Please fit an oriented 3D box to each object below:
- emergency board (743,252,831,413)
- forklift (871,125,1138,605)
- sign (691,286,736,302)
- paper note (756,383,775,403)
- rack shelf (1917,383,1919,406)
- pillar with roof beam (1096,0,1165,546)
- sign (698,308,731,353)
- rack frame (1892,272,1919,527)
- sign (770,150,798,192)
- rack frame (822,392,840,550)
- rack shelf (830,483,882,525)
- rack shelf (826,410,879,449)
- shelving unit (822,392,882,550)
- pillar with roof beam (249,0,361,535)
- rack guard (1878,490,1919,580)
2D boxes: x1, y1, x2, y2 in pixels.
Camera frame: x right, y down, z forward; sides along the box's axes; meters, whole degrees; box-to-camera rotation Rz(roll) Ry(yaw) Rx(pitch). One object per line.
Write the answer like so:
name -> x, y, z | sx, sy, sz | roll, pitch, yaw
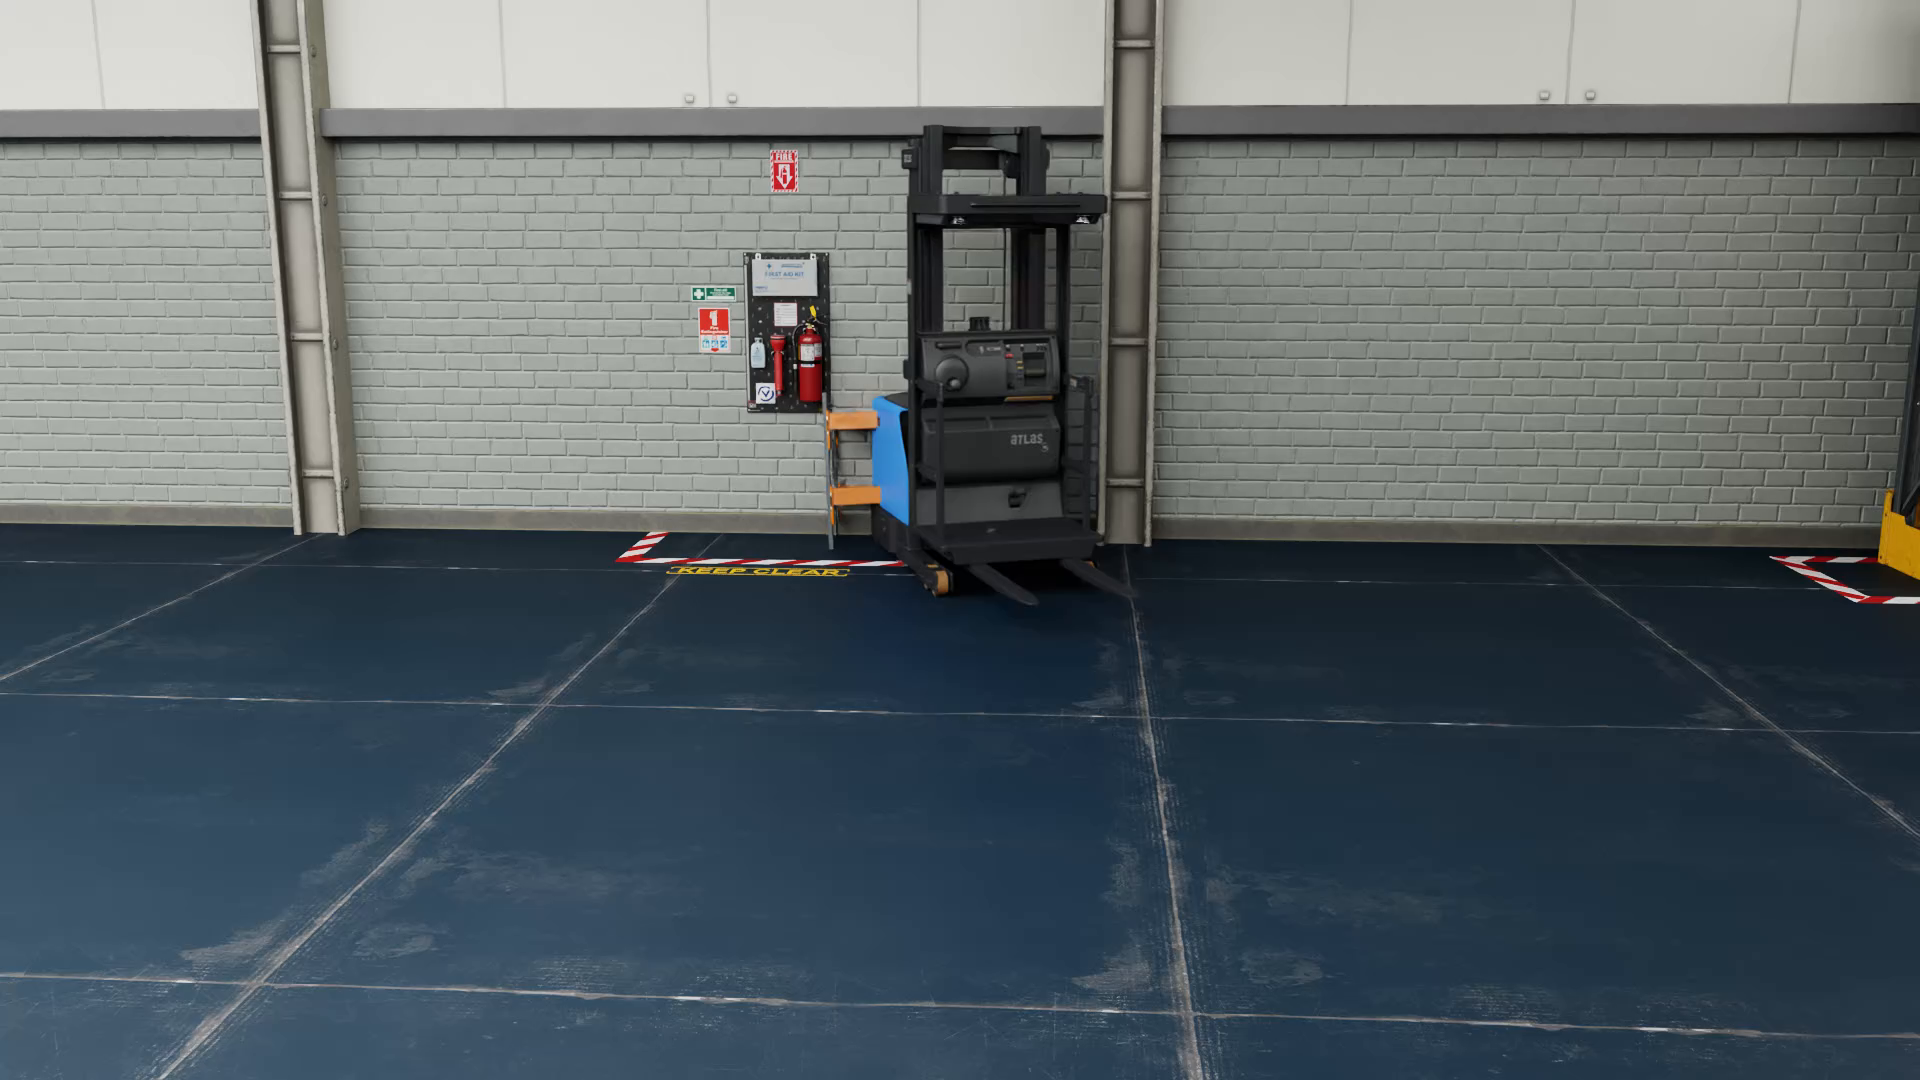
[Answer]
emergency board -> -1.263, -1.498, 12.102 | 0.643, 1.169, 0.194 | 1, 12, 4
forklift -> 0.267, -1.169, 10.696 | 1.130, 2.935, 3.031 | -4, 12, -17
sign -> -1.803, -1.801, 12.172 | 0.331, 0.109, 0.001 | 1, 12, 4
paper note -> -1.435, -1.083, 12.271 | 0.142, 0.148, 0.016 | 1, 12, 4
rack shelf -> 8.427, -0.827, 10.654 | 4.000, 0.370, 1.077 | 1, 12, 4
pillar with roof beam -> 0.913, -3.513, 7.084 | 0.400, 9.000, 9.100 | 1, 12, 4
sign -> -1.807, -1.544, 12.235 | 0.234, 0.329, 0.001 | 1, 12, 4
rack frame -> 6.431, -1.207, 10.711 | 0.127, 3.000, 1.000 | 1, 12, 4
sign -> -1.264, -2.653, 11.962 | 0.199, 0.298, 0.001 | 1, 12, 4
rack frame -> -0.935, -0.510, 12.098 | 0.032, 1.125, 0.500 | -2, 4, 2
rack shelf -> -0.417, -0.286, 12.100 | 1.000, 0.278, 0.538 | -2, 4, 2
rack shelf -> -0.440, -0.821, 12.060 | 1.000, 0.278, 0.538 | -2, 4, 2
shelving unit -> -0.428, -0.530, 12.081 | 1.048, 1.125, 0.538 | -2, 4, 2
pillar with roof beam -> -5.074, -3.595, 7.477 | 0.400, 9.000, 9.100 | 1, 12, 4
rack guard -> 6.507, 0.018, 10.962 | 0.348, 0.500, 1.175 | 1, 12, 4
